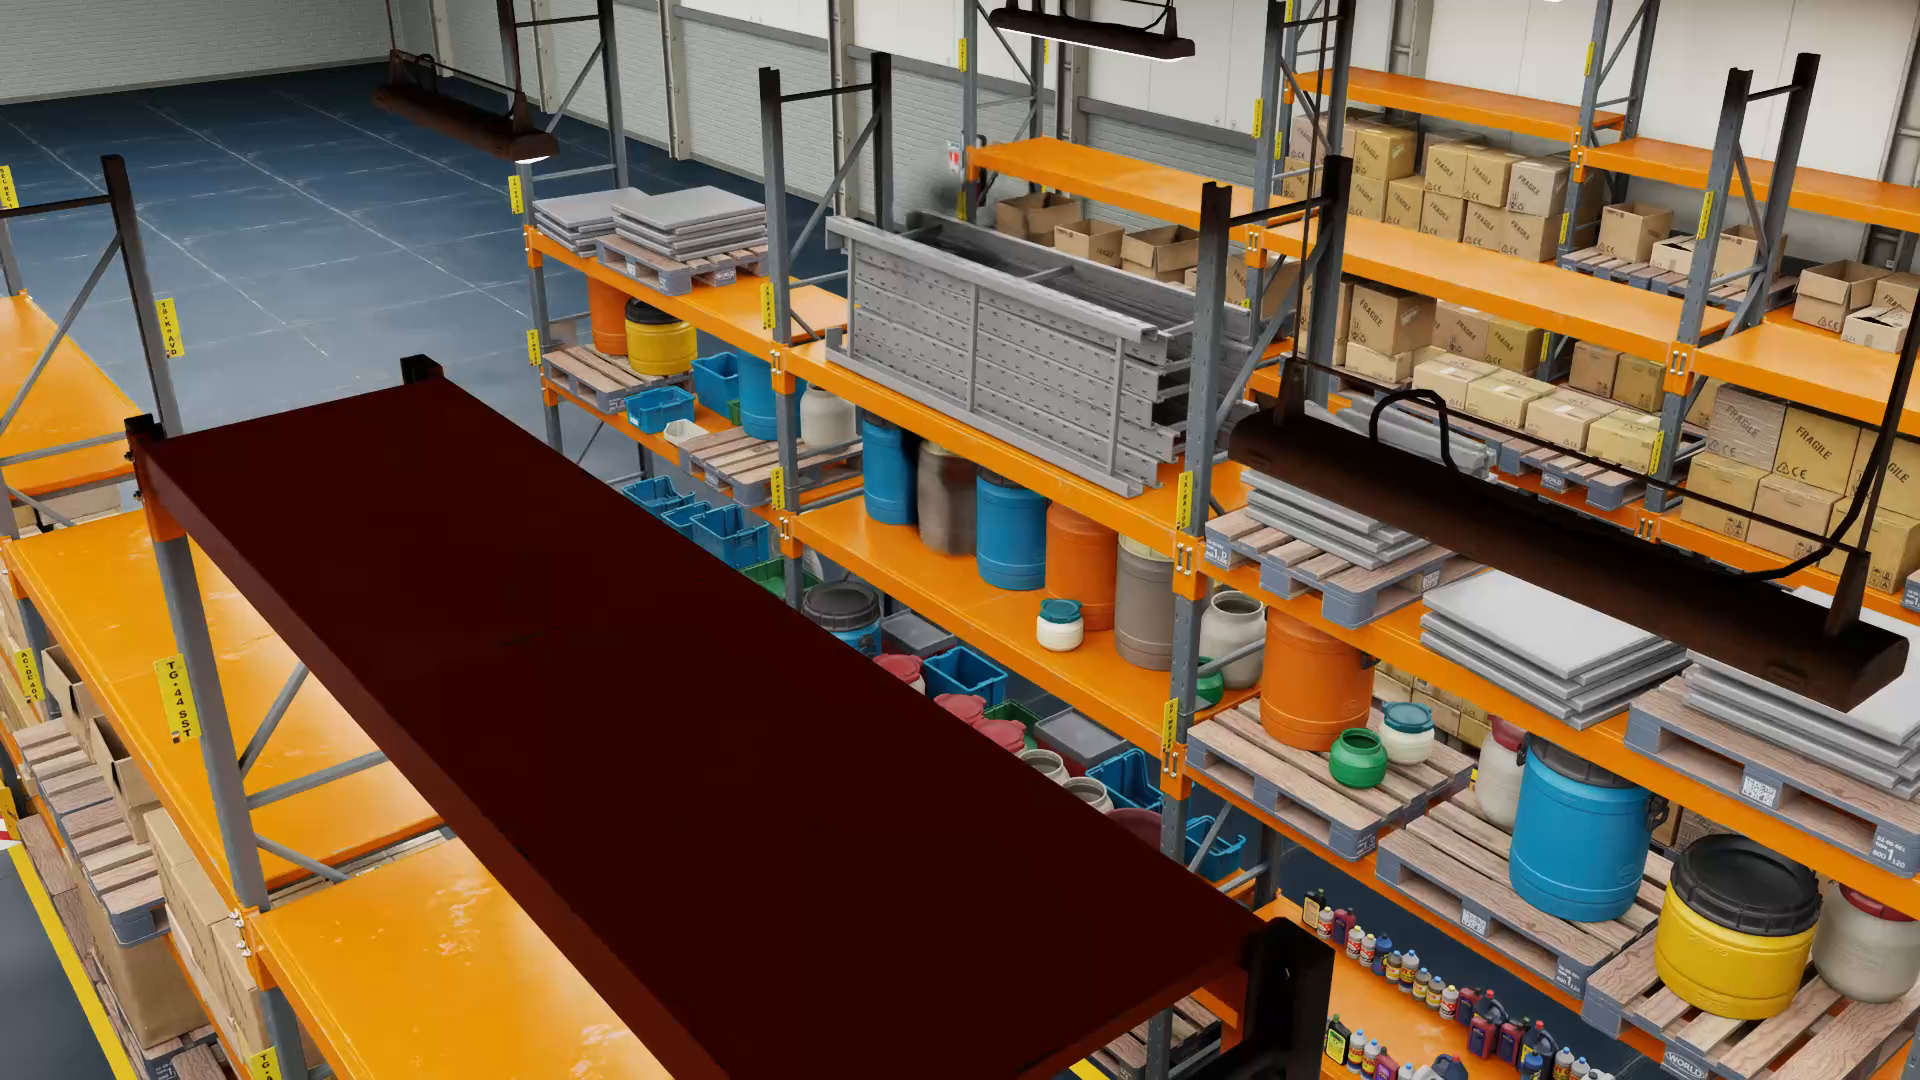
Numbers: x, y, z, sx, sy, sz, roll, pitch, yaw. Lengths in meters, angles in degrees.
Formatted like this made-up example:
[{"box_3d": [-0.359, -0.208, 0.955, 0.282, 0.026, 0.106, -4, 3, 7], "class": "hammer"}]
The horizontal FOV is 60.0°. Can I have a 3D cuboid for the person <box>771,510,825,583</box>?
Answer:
[{"box_3d": [-1.680, -0.161, 16.693, 0.640, 1.757, 0.715, -22, 33, -37], "class": "person"}]
